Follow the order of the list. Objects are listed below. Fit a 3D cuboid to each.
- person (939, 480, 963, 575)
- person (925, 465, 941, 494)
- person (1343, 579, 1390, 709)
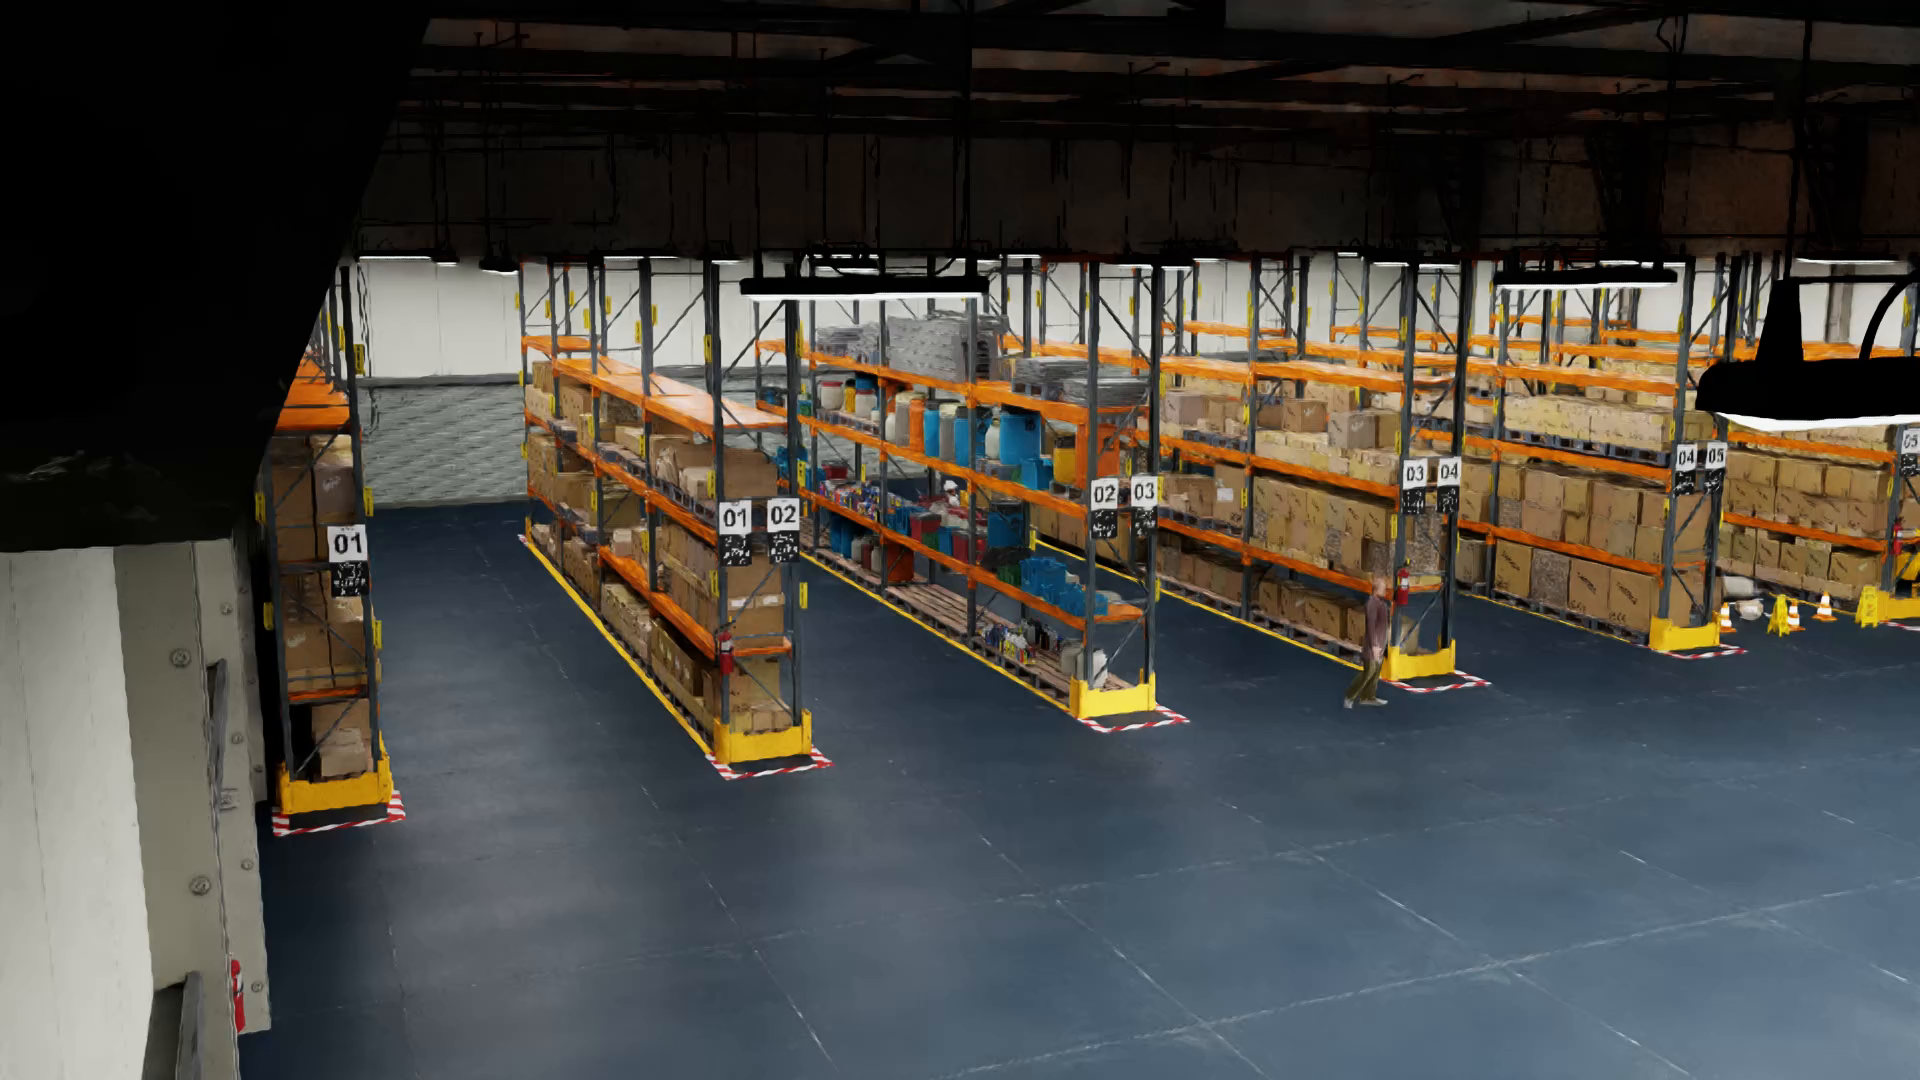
[{"bbox_3d":[-0.190,-0.255,31.395,0.401,1.778,0.627,-9,14,-41],"label":"person"},{"bbox_3d":[-0.638,-1.364,37.788,0.558,1.663,0.571,0,10,-1],"label":"person"},{"bbox_3d":[5.487,1.500,22.474,0.517,1.577,0.793,5,12,27],"label":"person"}]
